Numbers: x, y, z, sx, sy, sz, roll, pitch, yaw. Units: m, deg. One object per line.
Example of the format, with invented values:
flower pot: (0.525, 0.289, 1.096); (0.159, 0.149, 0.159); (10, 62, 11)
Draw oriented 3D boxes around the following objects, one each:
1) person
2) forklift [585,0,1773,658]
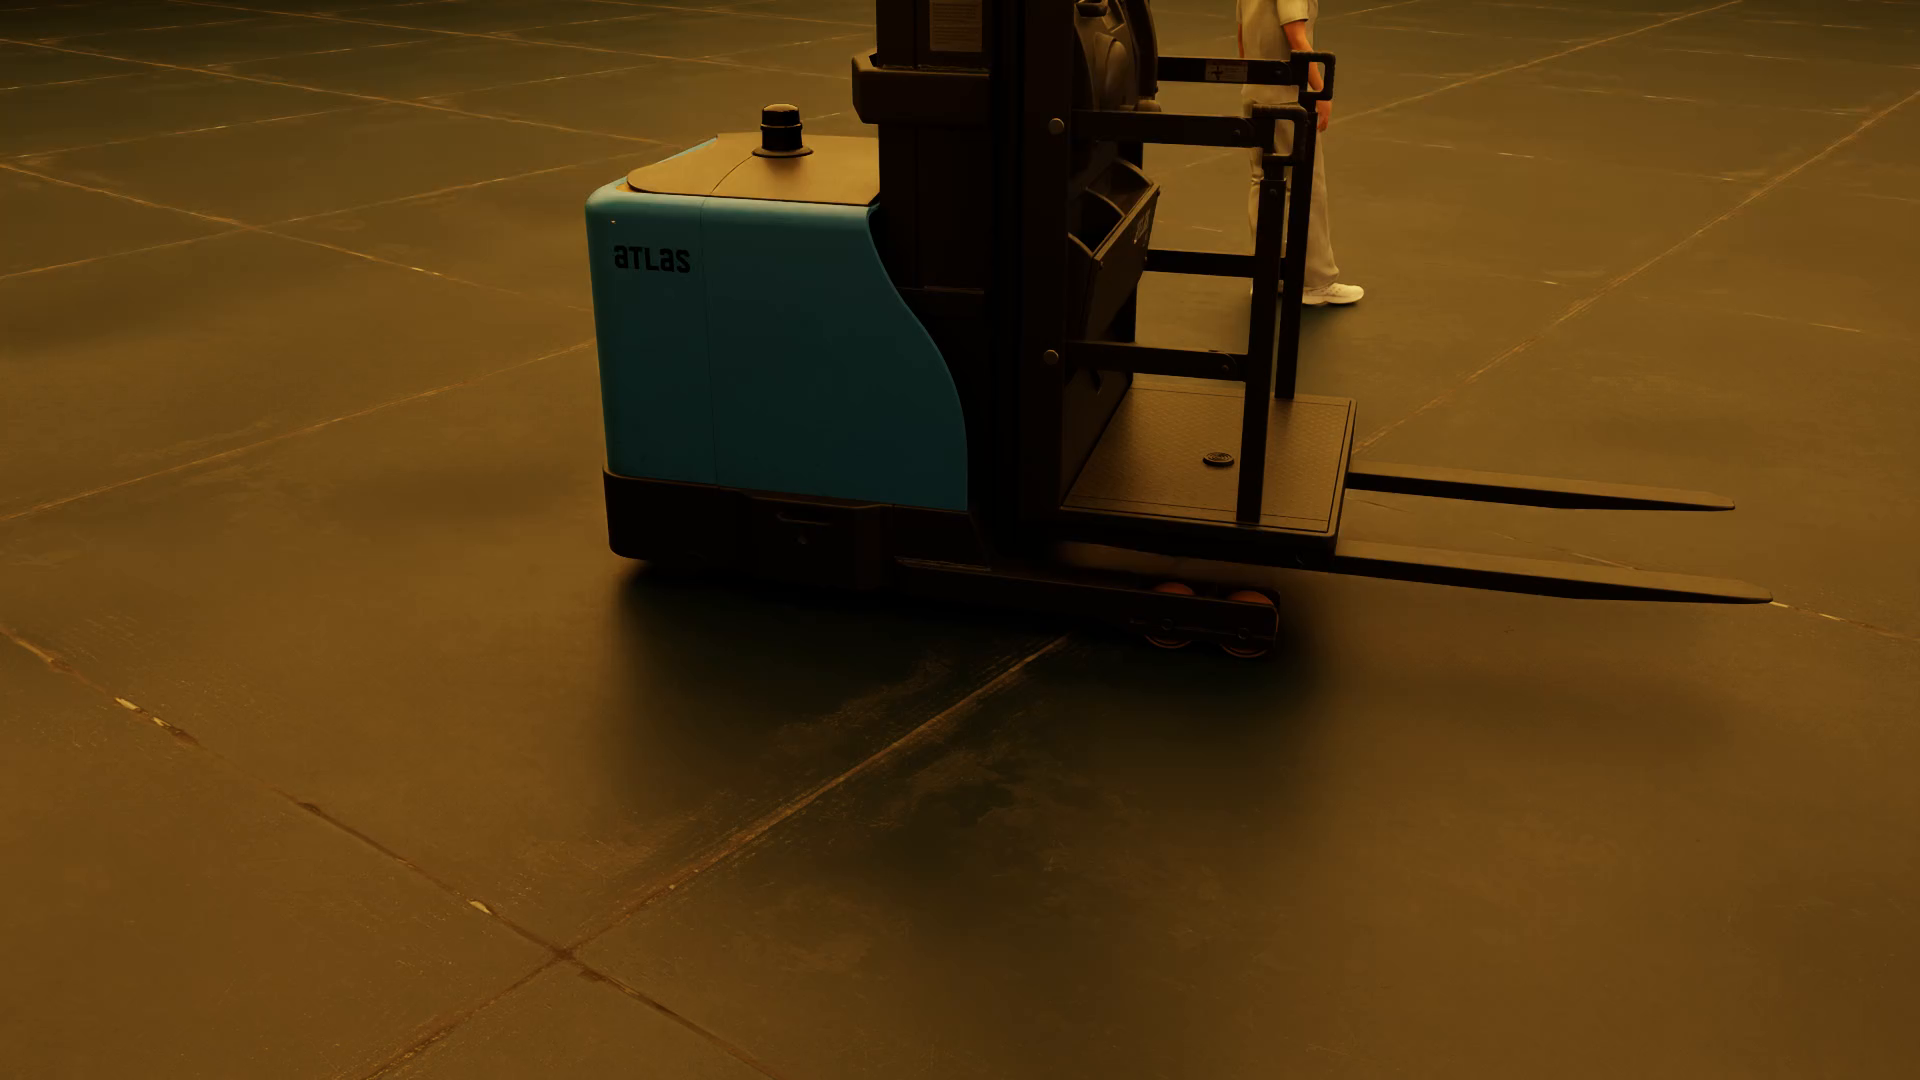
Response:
person: (1.426, -1.866, 7.083); (0.549, 1.672, 0.548); (-10, 25, -21)
forklift: (0.587, -1.281, 4.173); (3.031, 2.935, 1.130); (6, 24, 14)
